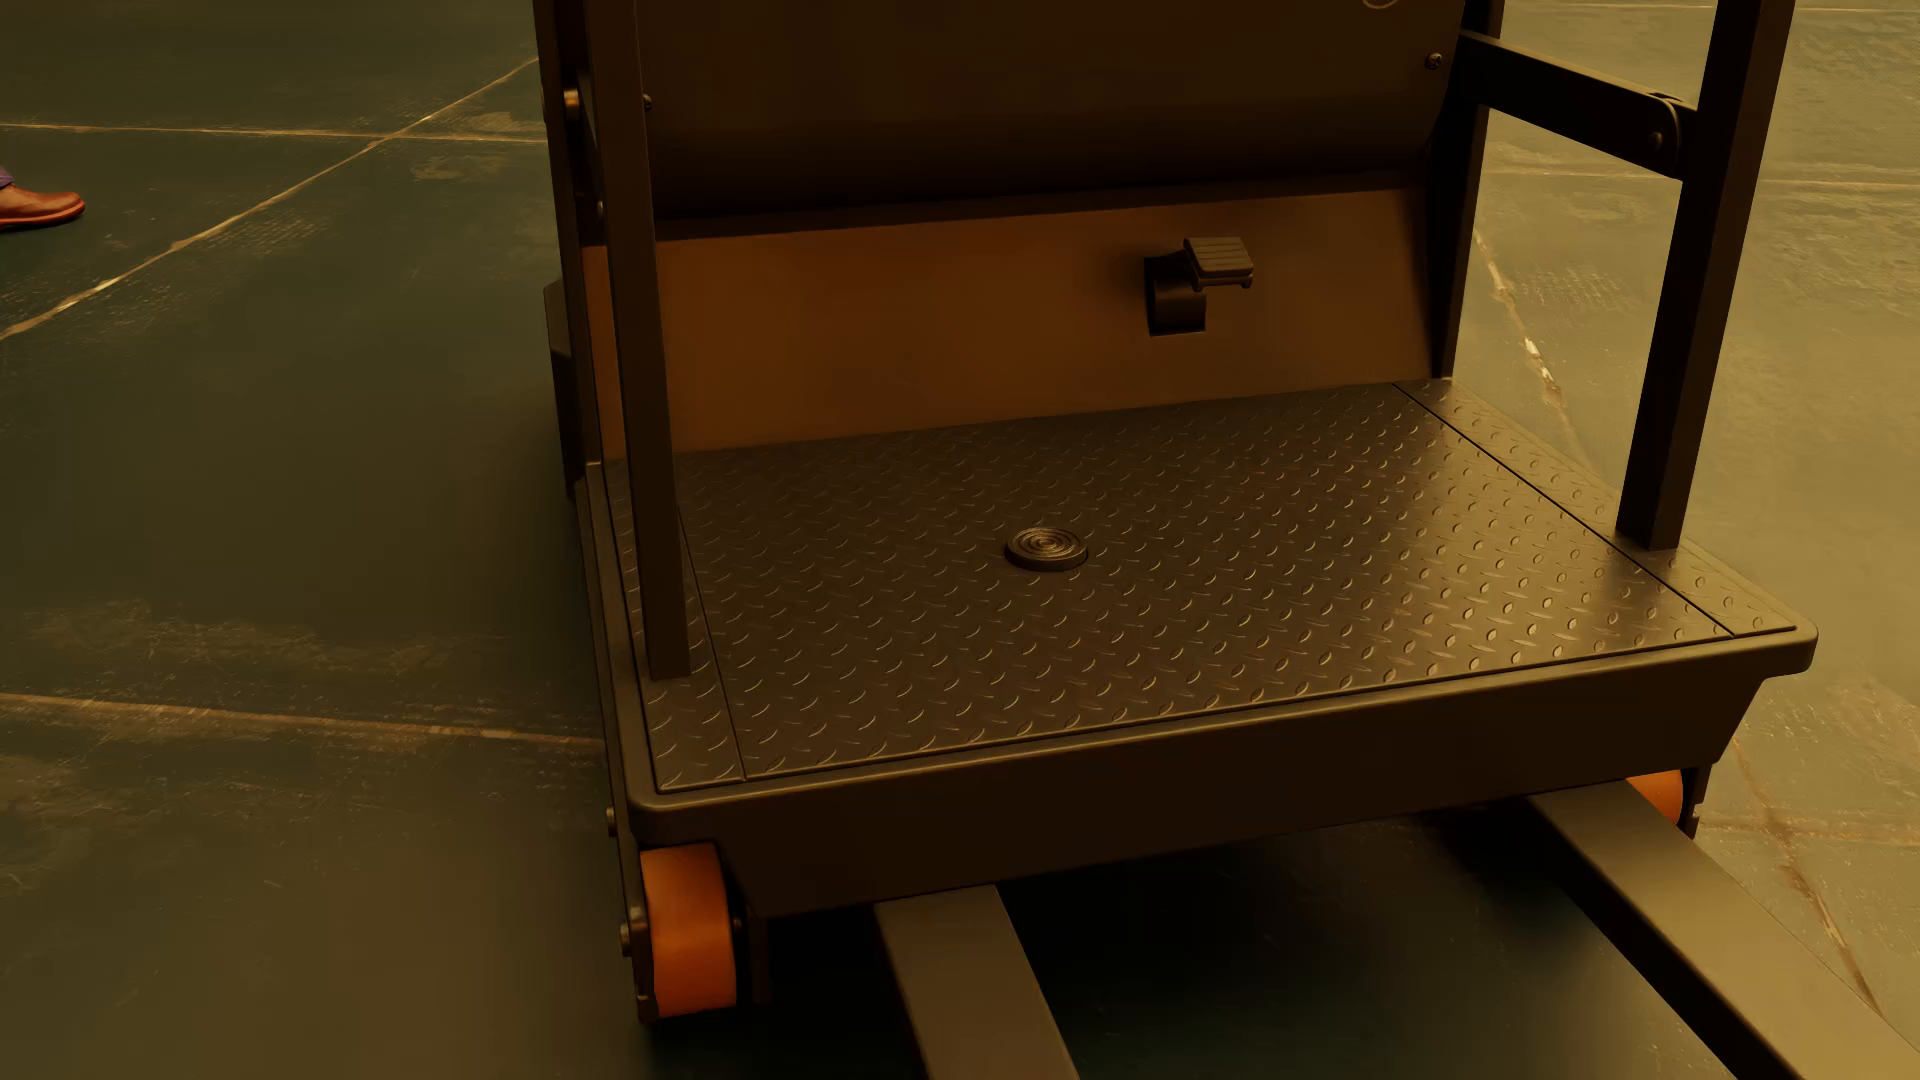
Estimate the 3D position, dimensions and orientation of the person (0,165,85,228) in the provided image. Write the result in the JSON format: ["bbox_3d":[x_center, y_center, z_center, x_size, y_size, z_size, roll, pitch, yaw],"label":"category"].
[{"bbox_3d":[-2.510,-1.518,3.682,0.598,1.651,0.502,16,31,29],"label":"person"}]

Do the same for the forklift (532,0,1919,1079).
[{"bbox_3d":[0.153,-1.049,1.319,1.130,2.935,3.031,-7,27,-13],"label":"forklift"}]
